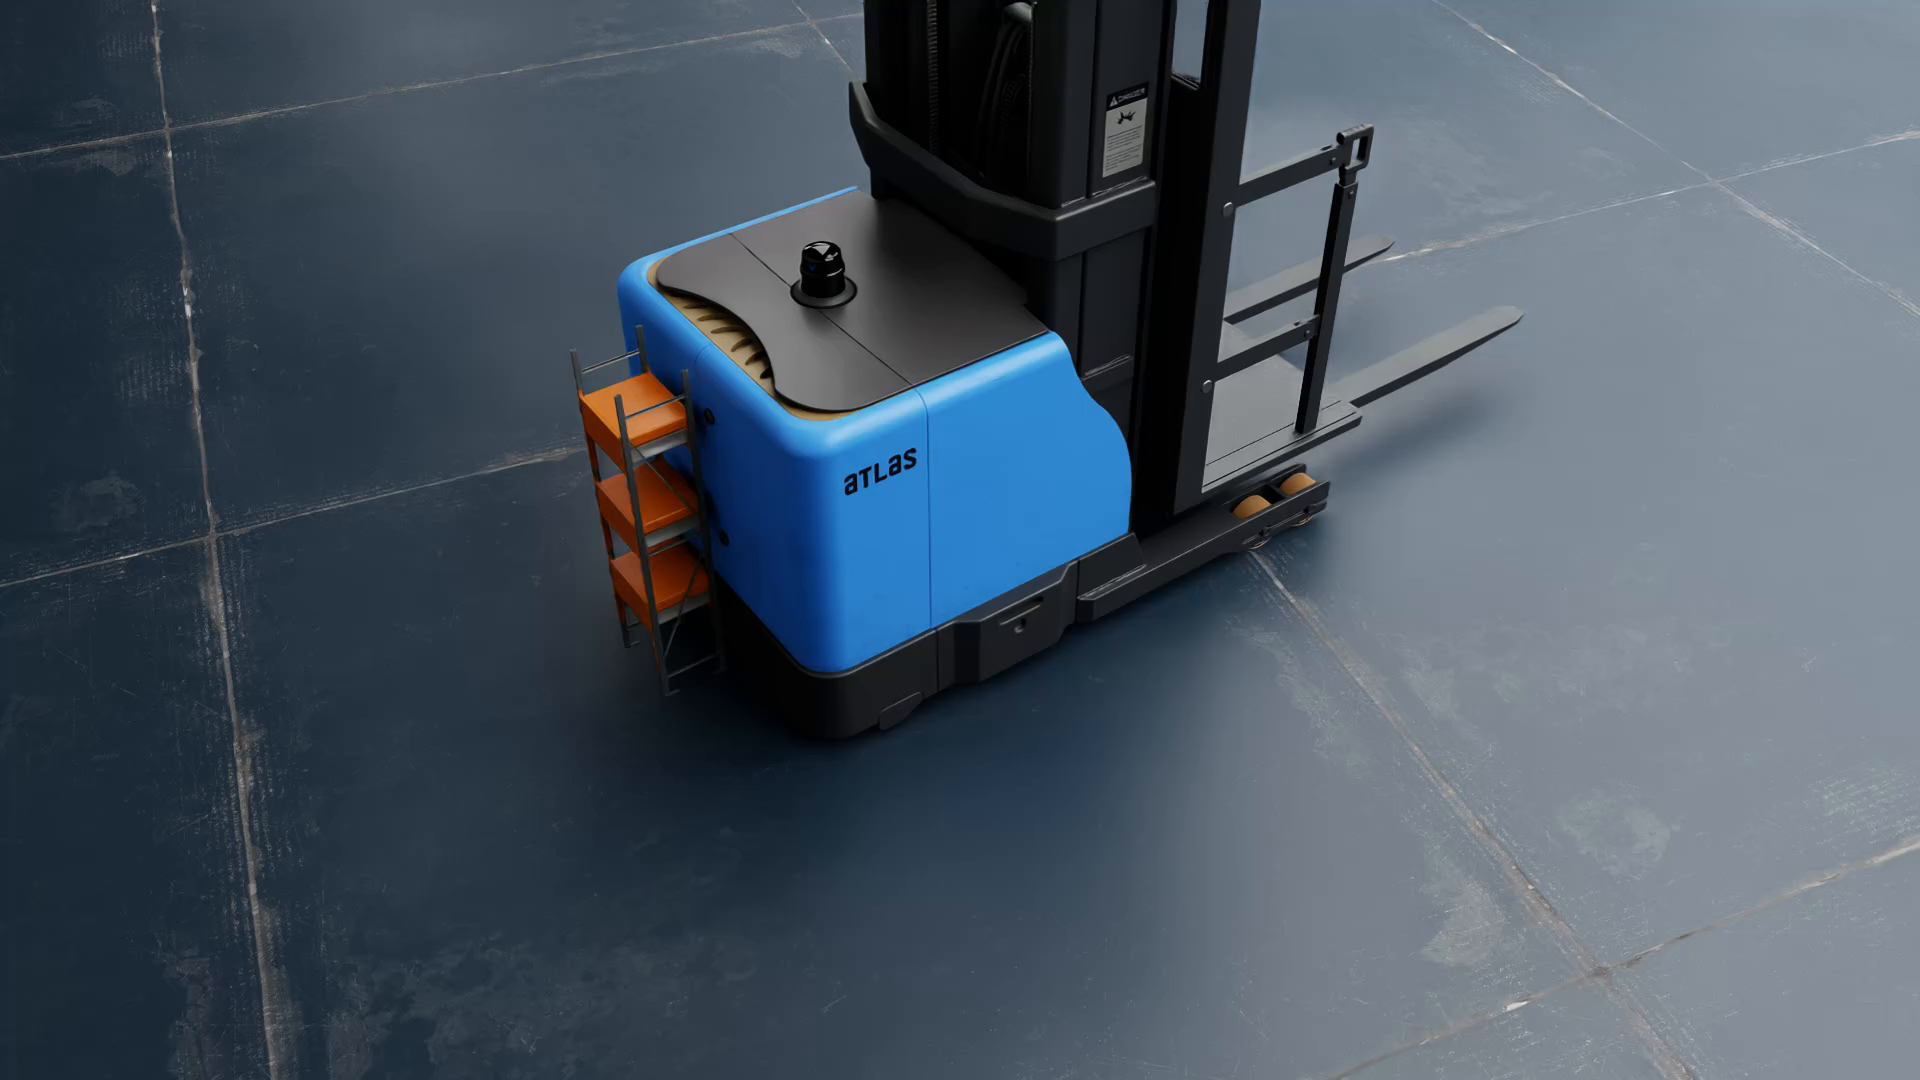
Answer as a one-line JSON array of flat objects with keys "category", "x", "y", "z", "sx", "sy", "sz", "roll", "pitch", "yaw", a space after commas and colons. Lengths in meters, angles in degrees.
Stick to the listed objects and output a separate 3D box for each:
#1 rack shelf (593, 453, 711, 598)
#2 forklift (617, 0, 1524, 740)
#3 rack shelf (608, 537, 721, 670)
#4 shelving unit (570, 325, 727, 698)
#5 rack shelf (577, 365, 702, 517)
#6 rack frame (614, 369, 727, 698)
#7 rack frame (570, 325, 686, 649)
[{"category": "rack shelf", "x": -0.830, "y": -0.045, "z": 4.513, "sx": 0.215, "sy": 0.259, "sz": 0.240, "roll": -25, "pitch": 47, "yaw": -26}, {"category": "forklift", "x": 0.555, "y": -1.340, "z": 4.560, "sx": 3.031, "sy": 2.935, "sz": 1.130, "roll": -25, "pitch": 47, "yaw": -26}, {"category": "rack shelf", "x": -0.830, "y": 0.166, "z": 4.694, "sx": 0.215, "sy": 0.259, "sz": 0.240, "roll": -25, "pitch": 47, "yaw": -26}, {"category": "shelving unit", "x": -0.830, "y": -0.053, "z": 4.506, "sx": 0.215, "sy": 1.050, "sz": 0.252, "roll": -25, "pitch": 47, "yaw": -26}, {"category": "rack shelf", "x": -0.830, "y": -0.260, "z": 4.328, "sx": 0.215, "sy": 0.259, "sz": 0.240, "roll": -25, "pitch": 47, "yaw": -26}, {"category": "rack frame", "x": -0.759, "y": 0.012, "z": 4.431, "sx": 0.200, "sy": 1.050, "sz": 0.008, "roll": -25, "pitch": 47, "yaw": -26}, {"category": "rack frame", "x": -0.901, "y": -0.117, "z": 4.581, "sx": 0.200, "sy": 1.050, "sz": 0.008, "roll": -25, "pitch": 47, "yaw": -26}]
